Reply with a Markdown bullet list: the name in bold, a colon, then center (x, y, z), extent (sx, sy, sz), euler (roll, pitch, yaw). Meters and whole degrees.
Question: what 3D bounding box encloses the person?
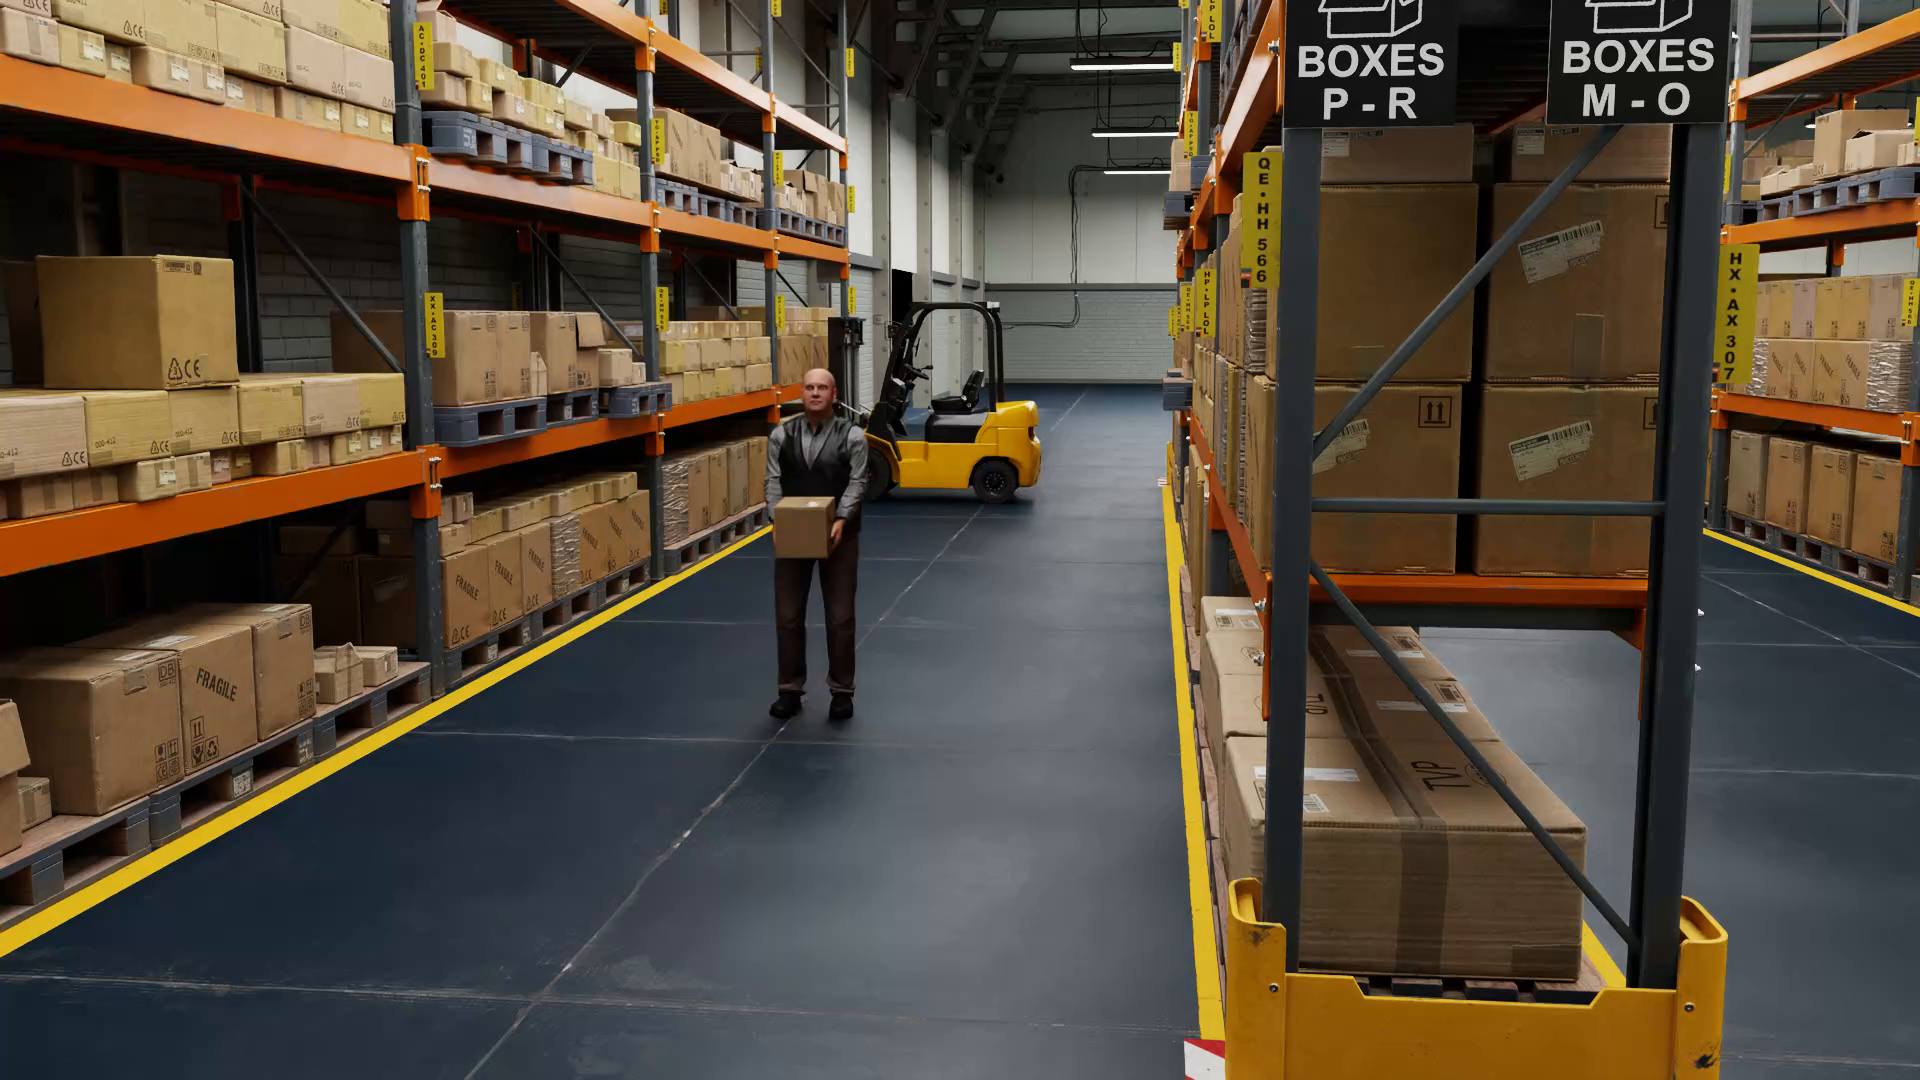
- **person**: center (-0.720, 0.020, 8.218), extent (0.521, 1.726, 0.520), euler (1, 8, 6)
